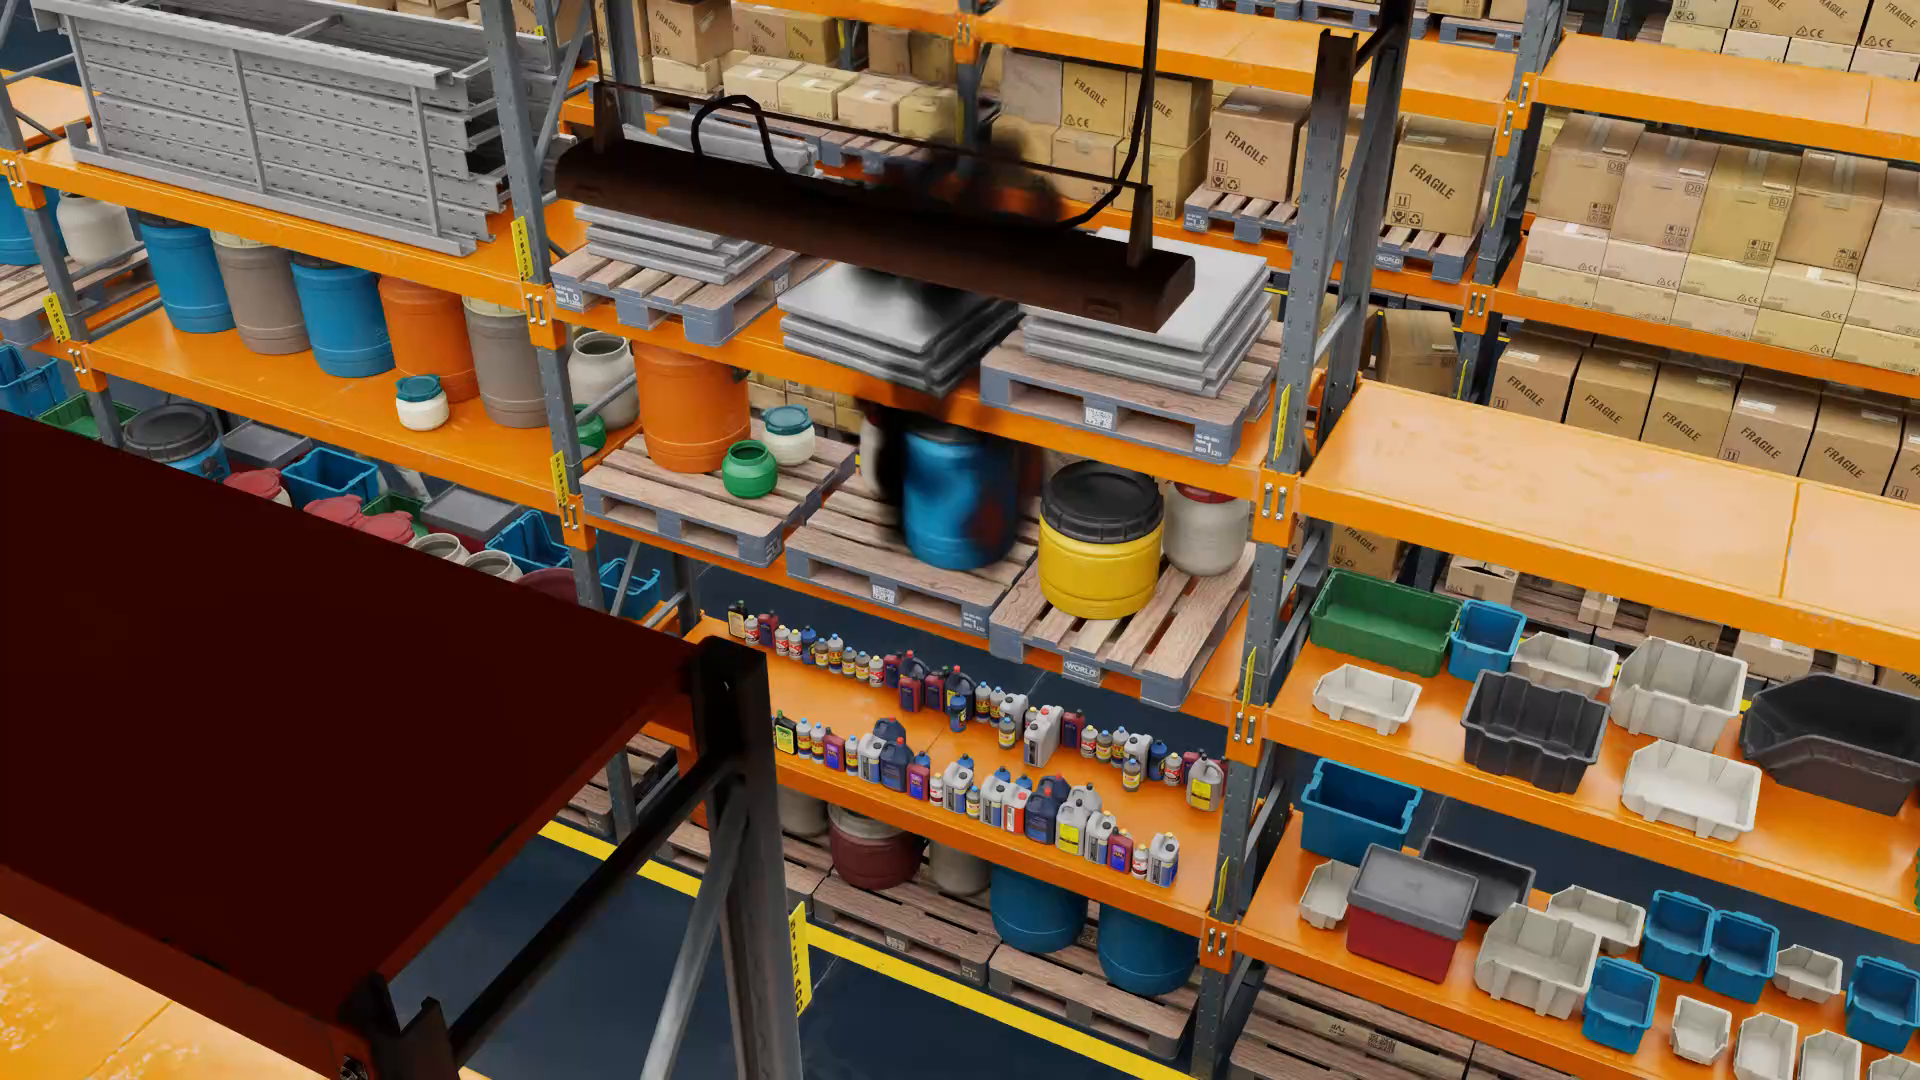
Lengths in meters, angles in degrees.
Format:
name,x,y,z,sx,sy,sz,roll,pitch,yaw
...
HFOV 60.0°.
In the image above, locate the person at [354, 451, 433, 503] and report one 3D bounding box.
name,x,y,z,sx,sy,sz,roll,pitch,yaw
person,-4.782,-0.913,13.708,0.684,1.734,0.592,12,37,16
